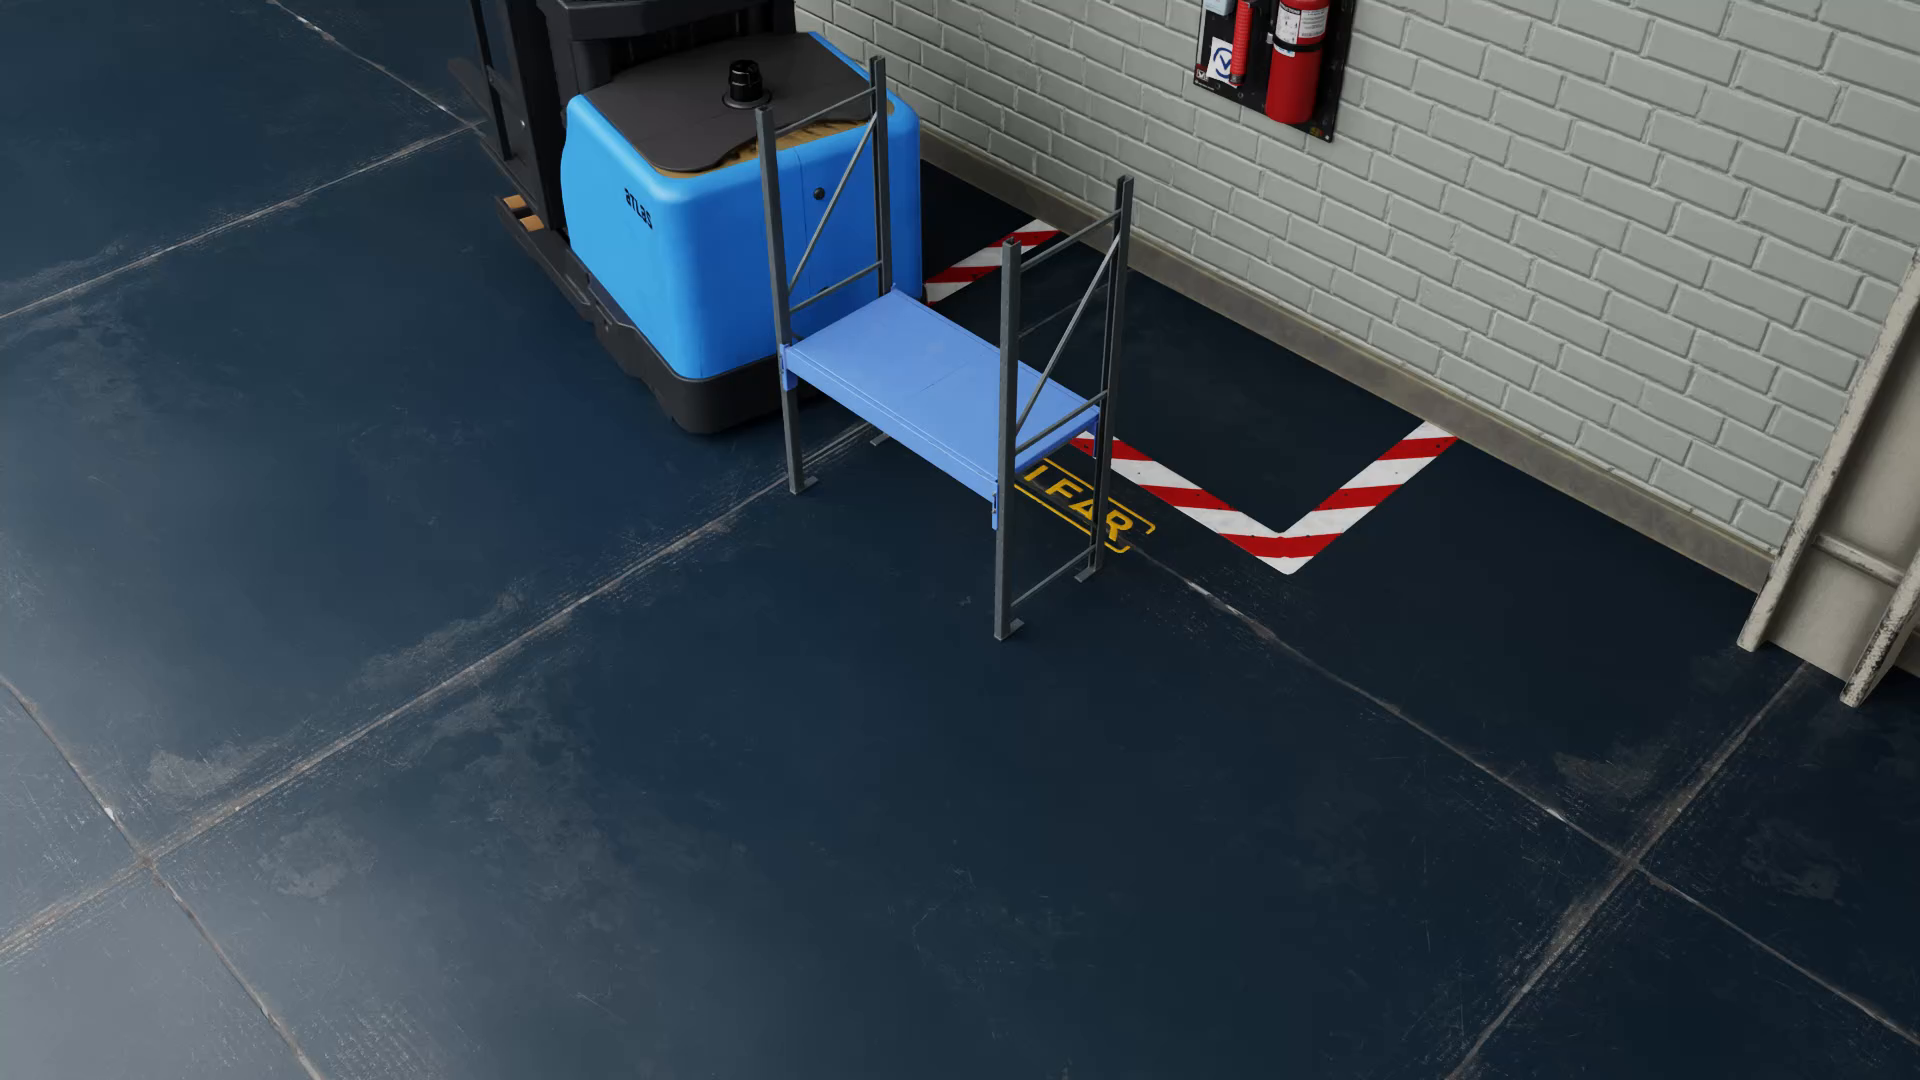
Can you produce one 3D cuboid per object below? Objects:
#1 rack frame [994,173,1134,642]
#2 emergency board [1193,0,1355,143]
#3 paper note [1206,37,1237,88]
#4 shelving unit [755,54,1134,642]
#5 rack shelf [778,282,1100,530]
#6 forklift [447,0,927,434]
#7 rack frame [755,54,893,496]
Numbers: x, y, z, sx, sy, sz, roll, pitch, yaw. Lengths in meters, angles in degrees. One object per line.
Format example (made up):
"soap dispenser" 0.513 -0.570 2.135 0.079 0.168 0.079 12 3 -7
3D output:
"rack frame" 0.299 -0.348 5.021 0.500 1.500 0.032 -34 53 -31
"emergency board" 1.044 -1.950 5.650 0.194 1.169 0.643 -34 53 -31
"paper note" 0.967 -1.745 6.077 0.016 0.148 0.142 -34 53 -31
"shelving unit" -0.060 -0.592 5.285 0.538 1.500 1.048 -34 53 -31
"rack shelf" -0.060 -0.460 5.407 0.538 0.185 1.000 -34 53 -31
"forklift" -1.338 -2.440 6.231 1.130 2.935 3.031 -23 48 -23
"rack frame" -0.419 -0.836 5.550 0.500 1.500 0.032 -34 53 -31
